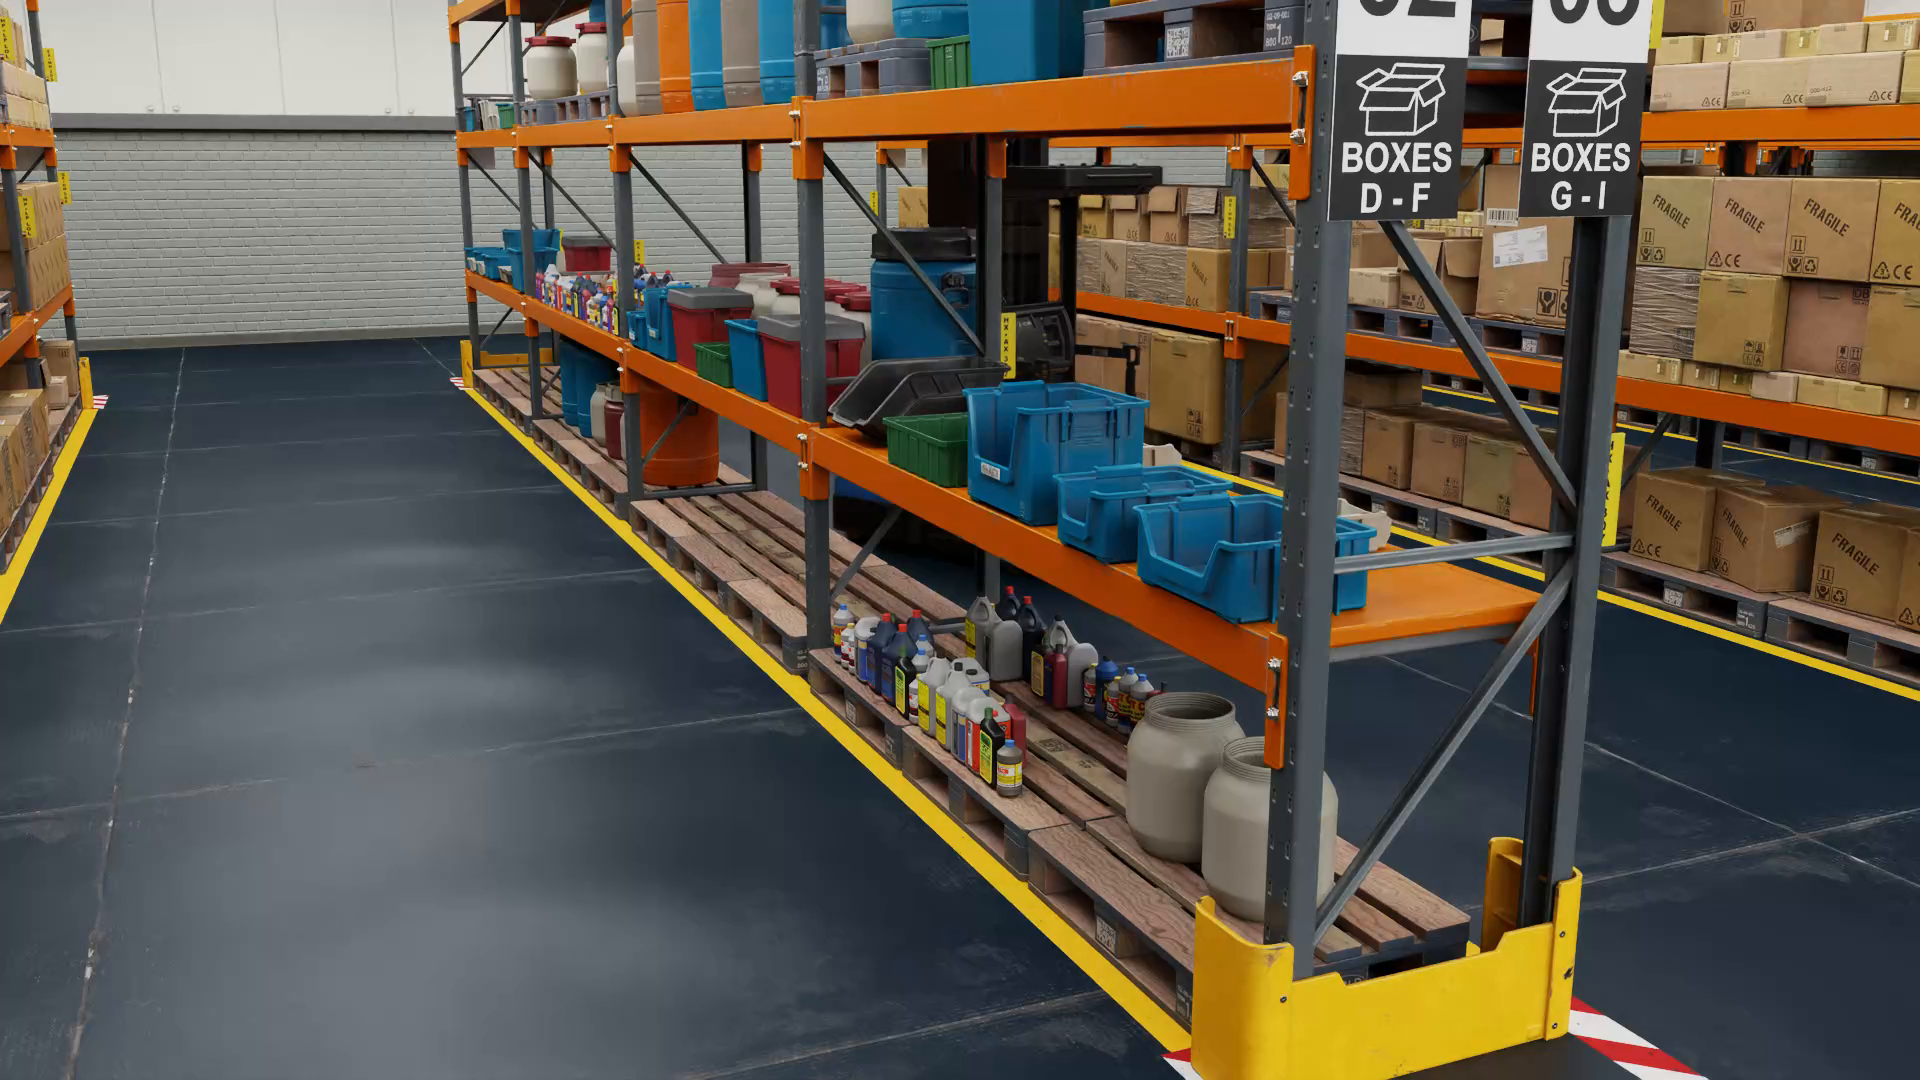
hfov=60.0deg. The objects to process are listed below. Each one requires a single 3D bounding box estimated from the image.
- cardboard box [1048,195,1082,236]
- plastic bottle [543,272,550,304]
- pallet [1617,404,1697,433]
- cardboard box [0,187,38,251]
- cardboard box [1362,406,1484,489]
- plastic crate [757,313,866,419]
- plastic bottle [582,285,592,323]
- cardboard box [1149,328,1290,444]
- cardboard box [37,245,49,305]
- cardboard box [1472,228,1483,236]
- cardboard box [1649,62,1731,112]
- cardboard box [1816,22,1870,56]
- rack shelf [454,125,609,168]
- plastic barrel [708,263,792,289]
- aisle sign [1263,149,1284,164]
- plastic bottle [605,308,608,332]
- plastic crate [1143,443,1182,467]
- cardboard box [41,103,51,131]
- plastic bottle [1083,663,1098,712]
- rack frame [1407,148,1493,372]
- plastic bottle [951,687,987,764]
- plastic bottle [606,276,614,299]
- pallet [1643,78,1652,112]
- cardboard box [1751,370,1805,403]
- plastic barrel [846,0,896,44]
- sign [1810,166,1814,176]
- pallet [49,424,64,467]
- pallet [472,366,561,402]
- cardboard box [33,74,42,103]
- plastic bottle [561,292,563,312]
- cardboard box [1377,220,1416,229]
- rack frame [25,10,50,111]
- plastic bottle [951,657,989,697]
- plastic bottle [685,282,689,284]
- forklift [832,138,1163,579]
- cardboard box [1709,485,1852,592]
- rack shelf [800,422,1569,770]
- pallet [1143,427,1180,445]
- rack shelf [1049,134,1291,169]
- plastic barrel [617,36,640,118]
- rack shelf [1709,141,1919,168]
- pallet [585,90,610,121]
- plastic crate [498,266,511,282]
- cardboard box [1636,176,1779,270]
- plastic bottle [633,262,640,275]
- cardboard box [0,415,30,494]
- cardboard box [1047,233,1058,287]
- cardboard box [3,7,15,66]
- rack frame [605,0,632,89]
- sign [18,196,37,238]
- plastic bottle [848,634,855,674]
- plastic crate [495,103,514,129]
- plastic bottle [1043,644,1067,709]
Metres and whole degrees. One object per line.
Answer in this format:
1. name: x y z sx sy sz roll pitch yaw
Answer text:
1. cardboard box: 1.319 -3.290 16.484 0.797 0.503 0.637 -6 14 -24
2. plastic bottle: -3.571 -2.189 14.461 0.097 0.271 0.097 0 13 0
3. pallet: 6.931 -1.287 16.463 1.003 0.211 1.213 -6 14 -23
4. cardboard box: -7.954 -2.648 13.719 0.500 0.500 0.500 -5 14 -21
5. cardboard box: 3.412 -0.687 12.253 0.700 0.500 0.500 -4 14 -18
6. plastic crate: -0.752 -0.887 8.407 0.402 0.464 0.583 -6 14 -23
7. plastic bottle: -2.891 -1.834 12.900 0.061 0.283 0.133 -6 14 -23
8. cardboard box: 2.400 -1.371 14.421 1.225 0.875 0.875 -6 14 -26
9. cardboard box: -8.185 -2.273 14.318 0.500 0.500 0.500 -5 14 -22
10. cardboard box: 5.691 -3.254 17.744 0.380 0.149 0.250 -6 14 -25
11. cardboard box: 4.206 -2.503 9.211 0.500 0.250 0.500 -6 14 -25
12. cardboard box: 4.531 -2.502 8.322 0.380 0.149 0.250 -6 14 -24
13. rack shelf: -4.284 -3.960 16.771 1.077 0.370 4.000 -6 14 -23
14. plastic barrel: -1.417 -1.607 11.360 0.600 0.536 0.708 -6 14 -23
15. aisle sign: 4.284 -5.446 22.481 0.394 0.787 0.004 -6 14 -23
16. plastic bottle: -2.555 -1.631 12.205 0.097 0.201 0.097 0 13 0
17. plastic crate: 0.604 -0.342 6.780 0.530 0.136 0.437 -6 14 -23
18. cardboard box: -9.178 -4.122 16.206 0.500 0.250 0.500 -6 14 -23
19. plastic bottle: 0.584 0.635 7.204 0.097 0.201 0.097 0 13 0
20. rack frame: 5.641 -3.310 19.021 1.000 3.000 0.127 -6 14 -23
21. plastic bottle: 0.055 0.733 6.616 0.152 0.276 0.135 -6 14 -25
22. plastic bottle: -3.135 -2.272 14.974 0.097 0.201 0.097 0 13 0
23. pallet: 4.110 -2.738 10.310 1.213 0.211 1.003 -6 14 -23
24. cardboard box: 4.456 -0.828 8.854 0.380 0.149 0.250 -6 14 -23
25. plastic barrel: -0.286 -2.397 7.242 0.421 0.512 0.421 0 13 0
26. sign: 13.596 -5.818 26.586 0.100 0.325 0.005 -6 14 -23
27. pallet: -8.297 -0.773 14.241 1.003 0.211 1.213 -6 14 -23
28. pallet: -4.790 -1.730 18.376 1.003 0.211 1.213 -6 14 -23
29. cardboard box: -8.985 -4.261 15.700 0.500 0.250 0.500 -6 14 -23
30. plastic bottle: -3.254 -1.991 13.762 0.097 0.201 0.097 0 13 0
31. cardboard box: 5.188 -3.578 19.297 0.500 0.500 0.500 -6 14 -23
32. rack frame: -9.625 -5.738 16.207 1.000 3.000 0.127 -6 14 -23
33. plastic bottle: 0.037 0.642 7.008 0.152 0.276 0.135 -6 14 -23
34. plastic bottle: -2.179 -1.914 13.247 0.061 0.283 0.133 -6 14 -23
35. forklift: 0.601 -1.322 10.580 3.031 2.935 1.130 10 16 37
36. cardboard box: 4.620 -0.013 9.387 0.500 0.500 0.500 -1 13 -5
37. rack shelf: 0.523 -0.019 6.397 1.077 0.370 4.000 -6 14 -23
38. pallet: 1.926 -1.120 15.740 1.003 0.211 1.213 -6 14 -23
39. rack shelf: 1.857 -3.581 15.133 1.077 0.370 4.000 -6 14 -23
40. plastic barrel: -2.037 -3.034 10.924 0.421 0.512 0.421 0 13 0
41. rack shelf: 8.044 -3.182 13.408 1.077 0.370 4.000 -6 14 -23
42. pallet: -2.097 -3.146 12.076 1.003 0.211 1.213 -6 14 -23
43. plastic crate: -4.456 -2.669 16.702 0.293 0.136 0.466 -6 14 -23
44. cardboard box: 4.207 -1.795 9.376 0.500 0.500 0.500 -6 14 -23
45. plastic bottle: -2.815 -2.252 14.555 0.144 0.351 0.185 -6 14 -23
46. cardboard box: -6.966 -0.598 11.871 0.500 0.500 0.500 -6 14 -25
47. cardboard box: 1.011 -2.814 16.656 0.500 0.500 0.500 -6 14 -23
48. cardboard box: -8.529 -4.302 14.215 0.700 0.500 0.500 -6 14 -23
49. rack frame: -1.880 -4.532 10.995 1.000 3.000 0.127 -6 14 -23
50. sign: -7.516 -2.604 13.402 0.100 0.325 0.005 -6 14 -23
51. plastic bottle: -0.471 0.513 7.730 0.097 0.201 0.097 0 13 0
52. plastic crate: -4.140 -3.975 15.611 0.416 0.233 0.300 -6 14 -23
53. plastic bottle: 0.414 0.583 7.247 0.061 0.283 0.133 -6 14 -23
